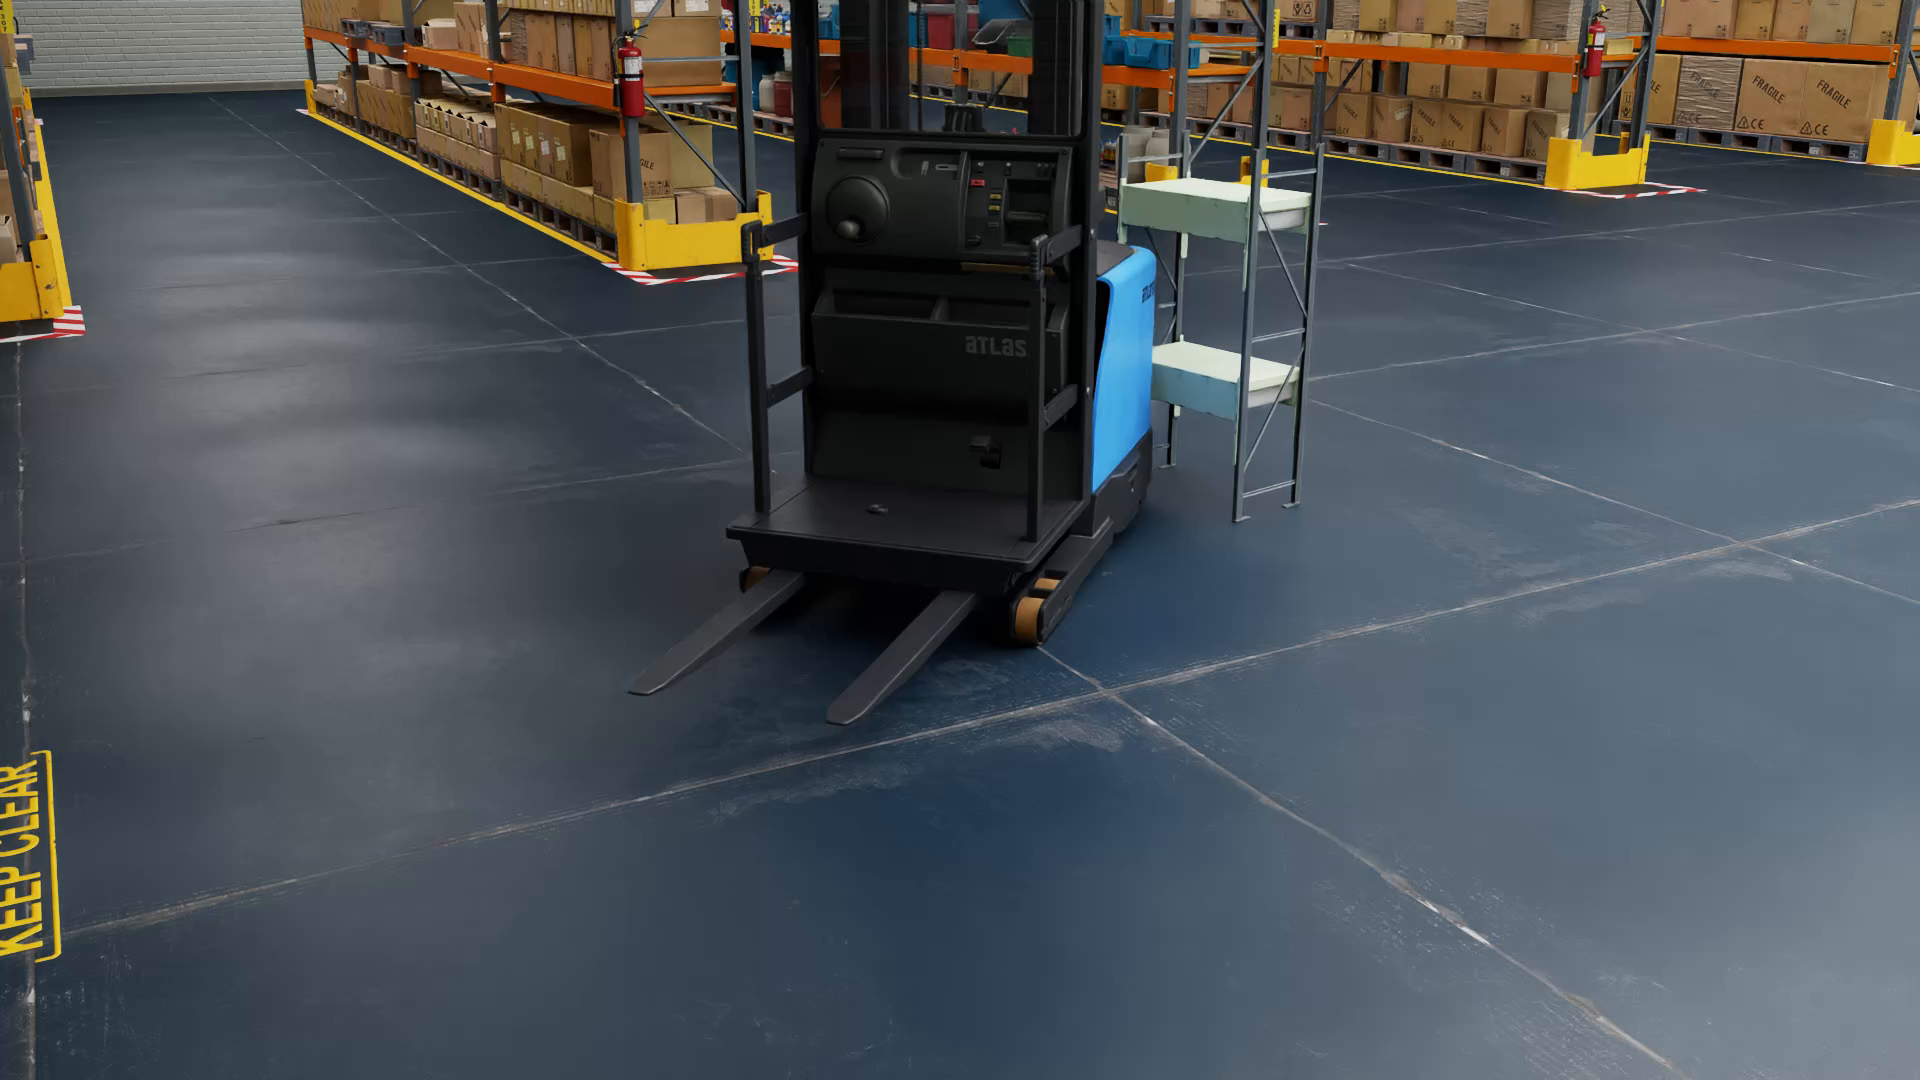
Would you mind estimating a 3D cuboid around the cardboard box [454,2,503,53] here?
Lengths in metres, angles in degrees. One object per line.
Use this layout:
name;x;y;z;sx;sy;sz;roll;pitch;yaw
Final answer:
cardboard box;-5.034;-5.442;17.651;0.500;0.500;0.500;-11;22;-30

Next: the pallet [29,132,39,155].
pallet;-11.669;-4.726;20.004;1.003;0.211;1.213;-10;21;-27

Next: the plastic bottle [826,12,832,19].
plastic bottle;-1.758;-7.004;22.509;0.061;0.283;0.133;-10;21;-27

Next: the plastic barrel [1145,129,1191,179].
plastic barrel;1.935;-3.543;15.471;0.421;0.512;0.421;0;19;0

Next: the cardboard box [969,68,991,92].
cardboard box;0.733;-7.952;27.690;0.875;0.875;0.875;-10;21;-27

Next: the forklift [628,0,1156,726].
forklift;-0.137;-1.178;5.551;1.130;2.935;3.031;6;20;18

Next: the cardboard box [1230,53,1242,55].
cardboard box;5.021;-8.783;30.300;0.380;0.149;0.250;-11;22;-28

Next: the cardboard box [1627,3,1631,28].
cardboard box;9.175;-7.238;22.856;0.500;0.500;0.500;-10;21;-26

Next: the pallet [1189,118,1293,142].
pallet;3.820;-5.515;22.290;1.003;0.211;1.213;-10;21;-27

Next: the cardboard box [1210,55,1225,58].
cardboard box;4.710;-8.626;29.847;0.380;0.149;0.250;-10;22;-27

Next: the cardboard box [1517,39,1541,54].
cardboard box;6.075;-5.178;17.423;0.380;0.149;0.250;-10;21;-27

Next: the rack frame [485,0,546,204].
rack frame;-3.945;-4.726;15.728;1.000;3.000;0.127;-10;21;-27

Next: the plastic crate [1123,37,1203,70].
plastic crate;1.814;-4.371;14.927;0.499;0.251;0.616;-10;21;-27

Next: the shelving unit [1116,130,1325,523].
shelving unit;1.052;-0.916;6.986;0.431;1.500;0.755;-15;24;-36

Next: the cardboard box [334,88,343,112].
cardboard box;-8.621;-6.294;23.721;0.500;0.311;0.500;-10;21;-27

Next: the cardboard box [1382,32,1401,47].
cardboard box;5.072;-5.742;19.060;0.380;0.149;0.250;-10;21;-27

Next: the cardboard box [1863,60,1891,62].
cardboard box;13.538;-6.836;24.266;0.500;0.500;0.500;-9;21;-24

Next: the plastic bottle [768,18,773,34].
plastic bottle;-2.523;-6.894;22.317;0.097;0.201;0.097;0;19;0

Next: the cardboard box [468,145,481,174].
cardboard box;-4.636;-3.844;16.745;0.500;0.250;0.500;-10;22;-27

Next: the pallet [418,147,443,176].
pallet;-5.488;-4.314;18.808;1.003;0.211;1.213;-10;21;-27

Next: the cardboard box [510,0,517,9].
cardboard box;-3.869;-4.901;15.087;0.380;0.149;0.250;-10;21;-26

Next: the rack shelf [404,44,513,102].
rack shelf;-4.895;-4.960;17.509;1.077;0.370;4.000;-10;21;-27

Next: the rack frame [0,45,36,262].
rack frame;-6.404;-2.809;10.174;1.000;3.000;0.127;-10;21;-27

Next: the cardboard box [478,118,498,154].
cardboard box;-4.390;-3.961;16.225;0.500;0.311;0.500;-10;21;-27

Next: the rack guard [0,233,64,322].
rack guard;-6.440;-1.649;10.645;1.175;0.500;0.348;-10;21;-27

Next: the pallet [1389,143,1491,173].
pallet;5.708;-4.403;19.068;1.003;0.211;1.213;-10;21;-27

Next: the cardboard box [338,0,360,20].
cardboard box;-7.716;-7.097;21.804;0.500;0.500;0.700;16;25;39

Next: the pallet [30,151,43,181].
pallet;-10.511;-4.026;17.974;1.003;0.211;1.213;-10;21;-27

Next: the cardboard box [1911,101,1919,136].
cardboard box;12.333;-5.578;22.025;0.637;0.503;0.797;7;20;20

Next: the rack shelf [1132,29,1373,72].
rack shelf;3.825;-6.493;21.953;1.077;0.370;4.000;-10;21;-27

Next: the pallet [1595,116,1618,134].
pallet;8.755;-5.890;23.377;1.003;0.211;1.213;-10;21;-27

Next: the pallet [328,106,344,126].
pallet;-8.653;-6.252;24.427;1.003;0.211;1.213;-10;21;-27

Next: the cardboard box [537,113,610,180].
cardboard box;-3.287;-3.367;14.213;0.500;0.500;0.500;-10;21;-27

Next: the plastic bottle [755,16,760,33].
plastic bottle;-2.745;-7.055;22.656;0.061;0.283;0.133;-10;21;-27

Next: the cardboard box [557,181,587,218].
cardboard box;-3.048;-2.869;13.920;0.500;0.250;0.500;-10;21;-27

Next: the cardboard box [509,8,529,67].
cardboard box;-3.729;-4.647;15.346;0.700;0.500;0.500;-11;22;-28

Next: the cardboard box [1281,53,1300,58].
cardboard box;5.762;-8.261;28.011;0.500;0.250;0.500;-9;21;-25

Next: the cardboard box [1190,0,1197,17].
cardboard box;3.520;-7.360;22.564;0.700;0.500;0.500;-7;20;-19

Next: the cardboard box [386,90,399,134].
cardboard box;-6.741;-5.281;20.495;0.500;0.500;0.500;-11;22;-29

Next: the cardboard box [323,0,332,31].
cardboard box;-8.700;-7.468;23.523;0.500;0.500;0.500;-9;21;-25

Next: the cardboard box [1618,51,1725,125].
cardboard box;9.425;-6.001;22.038;0.875;0.875;0.875;-10;21;-26

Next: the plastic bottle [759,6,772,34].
plastic bottle;-2.633;-7.047;22.531;0.144;0.351;0.185;-10;21;-27

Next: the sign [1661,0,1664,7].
sign;7.151;-5.604;16.947;0.100;0.325;0.005;-10;21;-27

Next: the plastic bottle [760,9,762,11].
plastic bottle;-2.912;-7.667;24.442;0.152;0.276;0.135;-10;21;-27

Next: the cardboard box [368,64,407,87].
cardboard box;-7.254;-5.939;21.254;0.500;0.250;0.500;-10;21;-27

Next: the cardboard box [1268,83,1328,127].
cardboard box;4.292;-5.605;21.434;0.700;0.500;0.500;-10;21;-27

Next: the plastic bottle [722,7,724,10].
plastic bottle;-3.482;-7.602;24.140;0.144;0.351;0.185;-10;21;-27

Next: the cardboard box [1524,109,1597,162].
cardboard box;6.392;-4.310;17.710;0.500;0.500;0.500;-6;20;-17

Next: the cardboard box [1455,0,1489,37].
cardboard box;5.894;-5.736;18.047;0.875;0.500;0.500;-10;21;-27

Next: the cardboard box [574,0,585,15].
cardboard box;-2.885;-4.308;13.369;0.380;0.149;0.250;-9;21;-25

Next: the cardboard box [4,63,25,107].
cardboard box;-6.356;-2.937;10.743;0.500;0.250;0.500;-11;22;-28
